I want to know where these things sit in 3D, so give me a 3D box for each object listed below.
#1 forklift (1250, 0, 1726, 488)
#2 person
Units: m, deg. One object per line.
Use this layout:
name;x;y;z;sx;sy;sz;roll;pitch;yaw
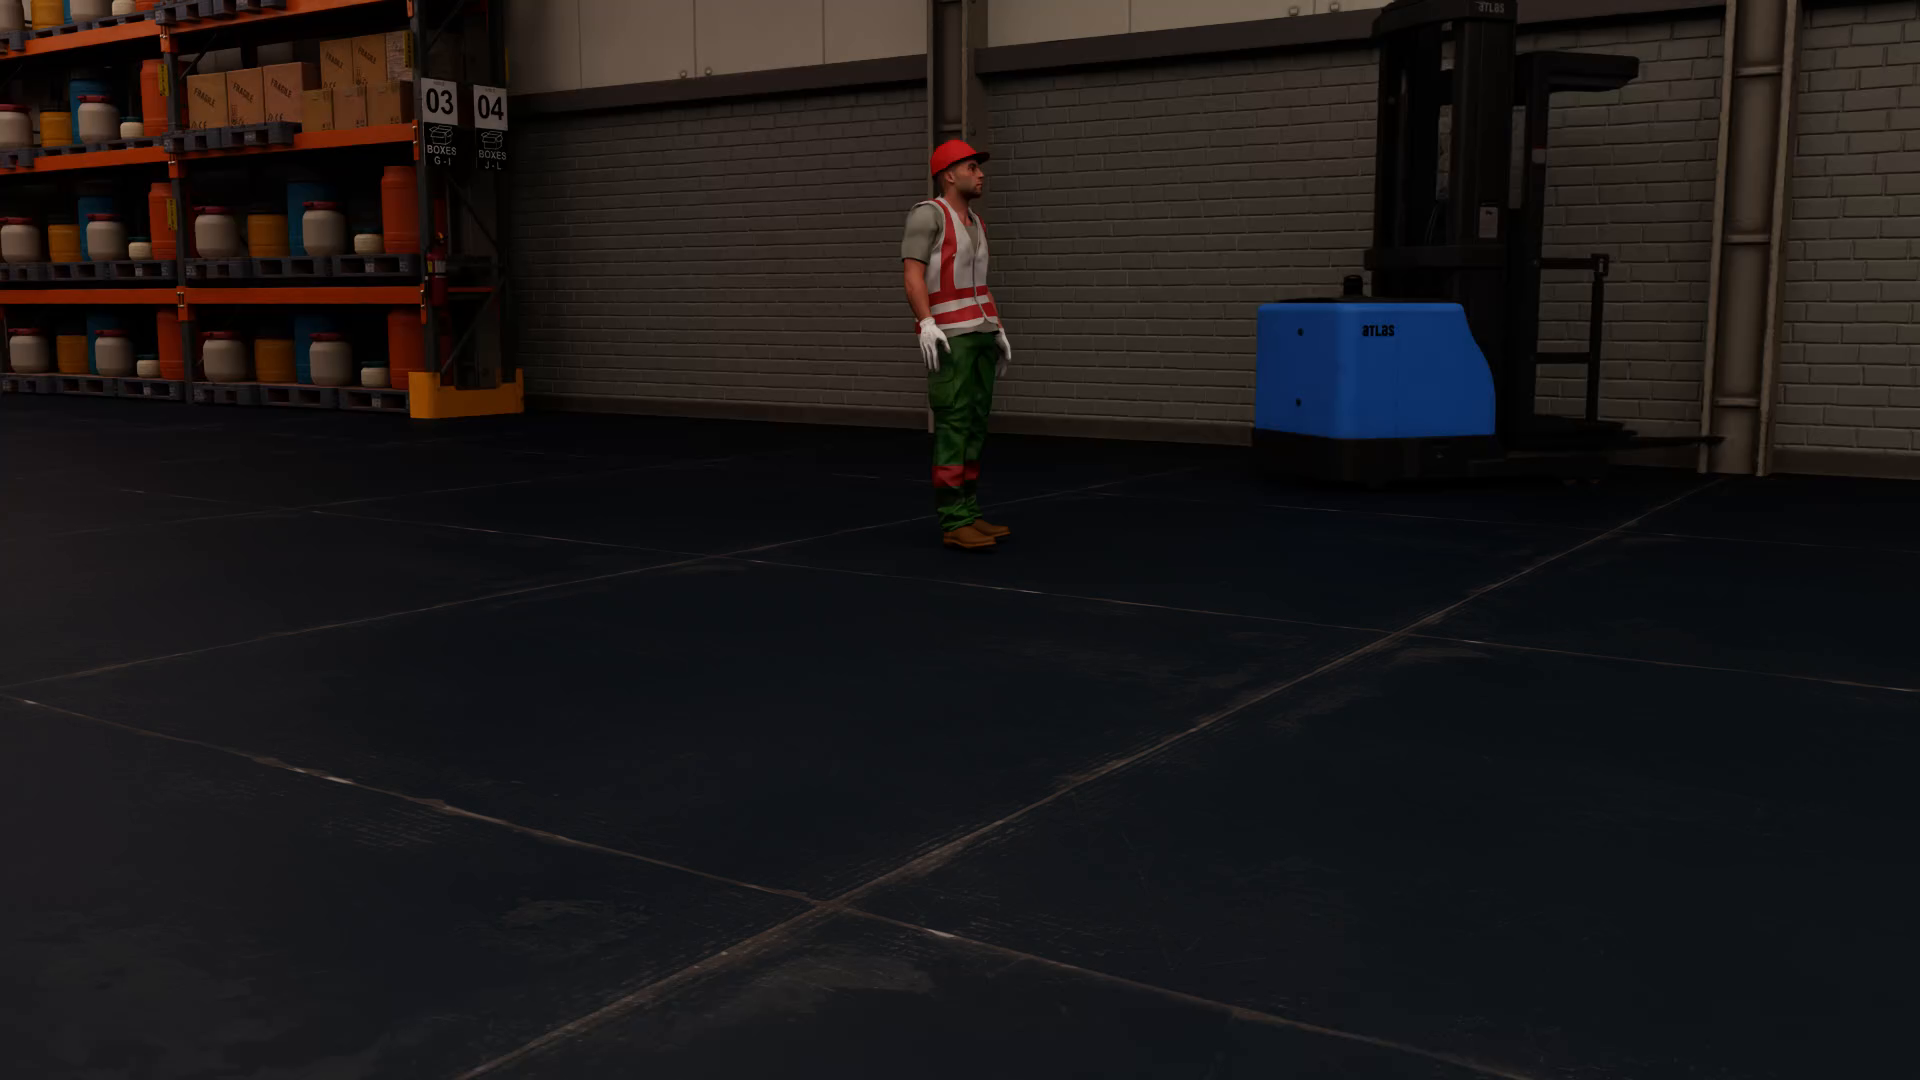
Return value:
forklift;3.369;-1.850;10.205;3.031;2.935;1.130;-3;9;-21
person;0.059;-0.885;7.422;0.564;1.787;0.637;5;10;34
